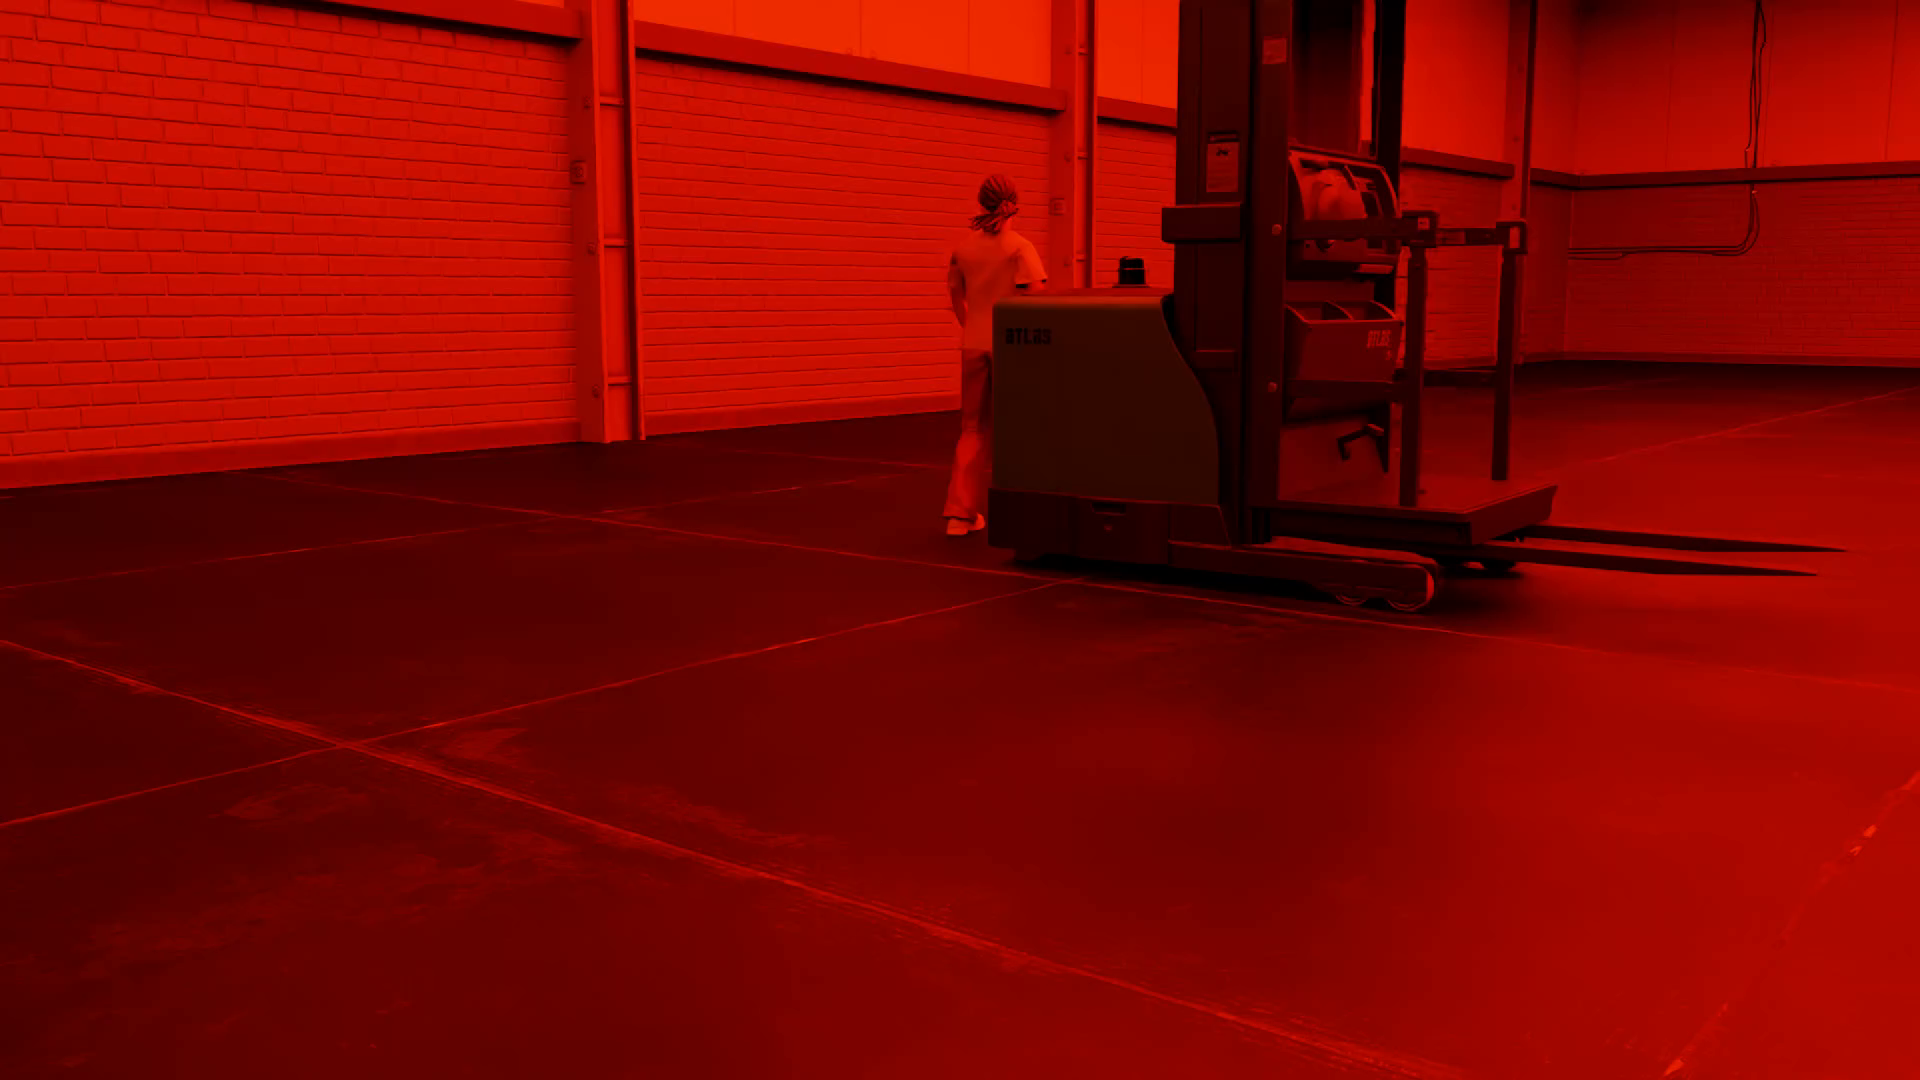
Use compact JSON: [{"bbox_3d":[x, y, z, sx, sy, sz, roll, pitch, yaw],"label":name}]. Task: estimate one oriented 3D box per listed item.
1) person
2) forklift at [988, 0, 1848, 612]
[{"bbox_3d":[0.262,-0.858,7.672,0.645,1.619,0.814,5,10,29],"label":"person"},{"bbox_3d":[1.610,-1.291,6.102,3.031,2.935,1.130,6,10,35],"label":"forklift"}]
